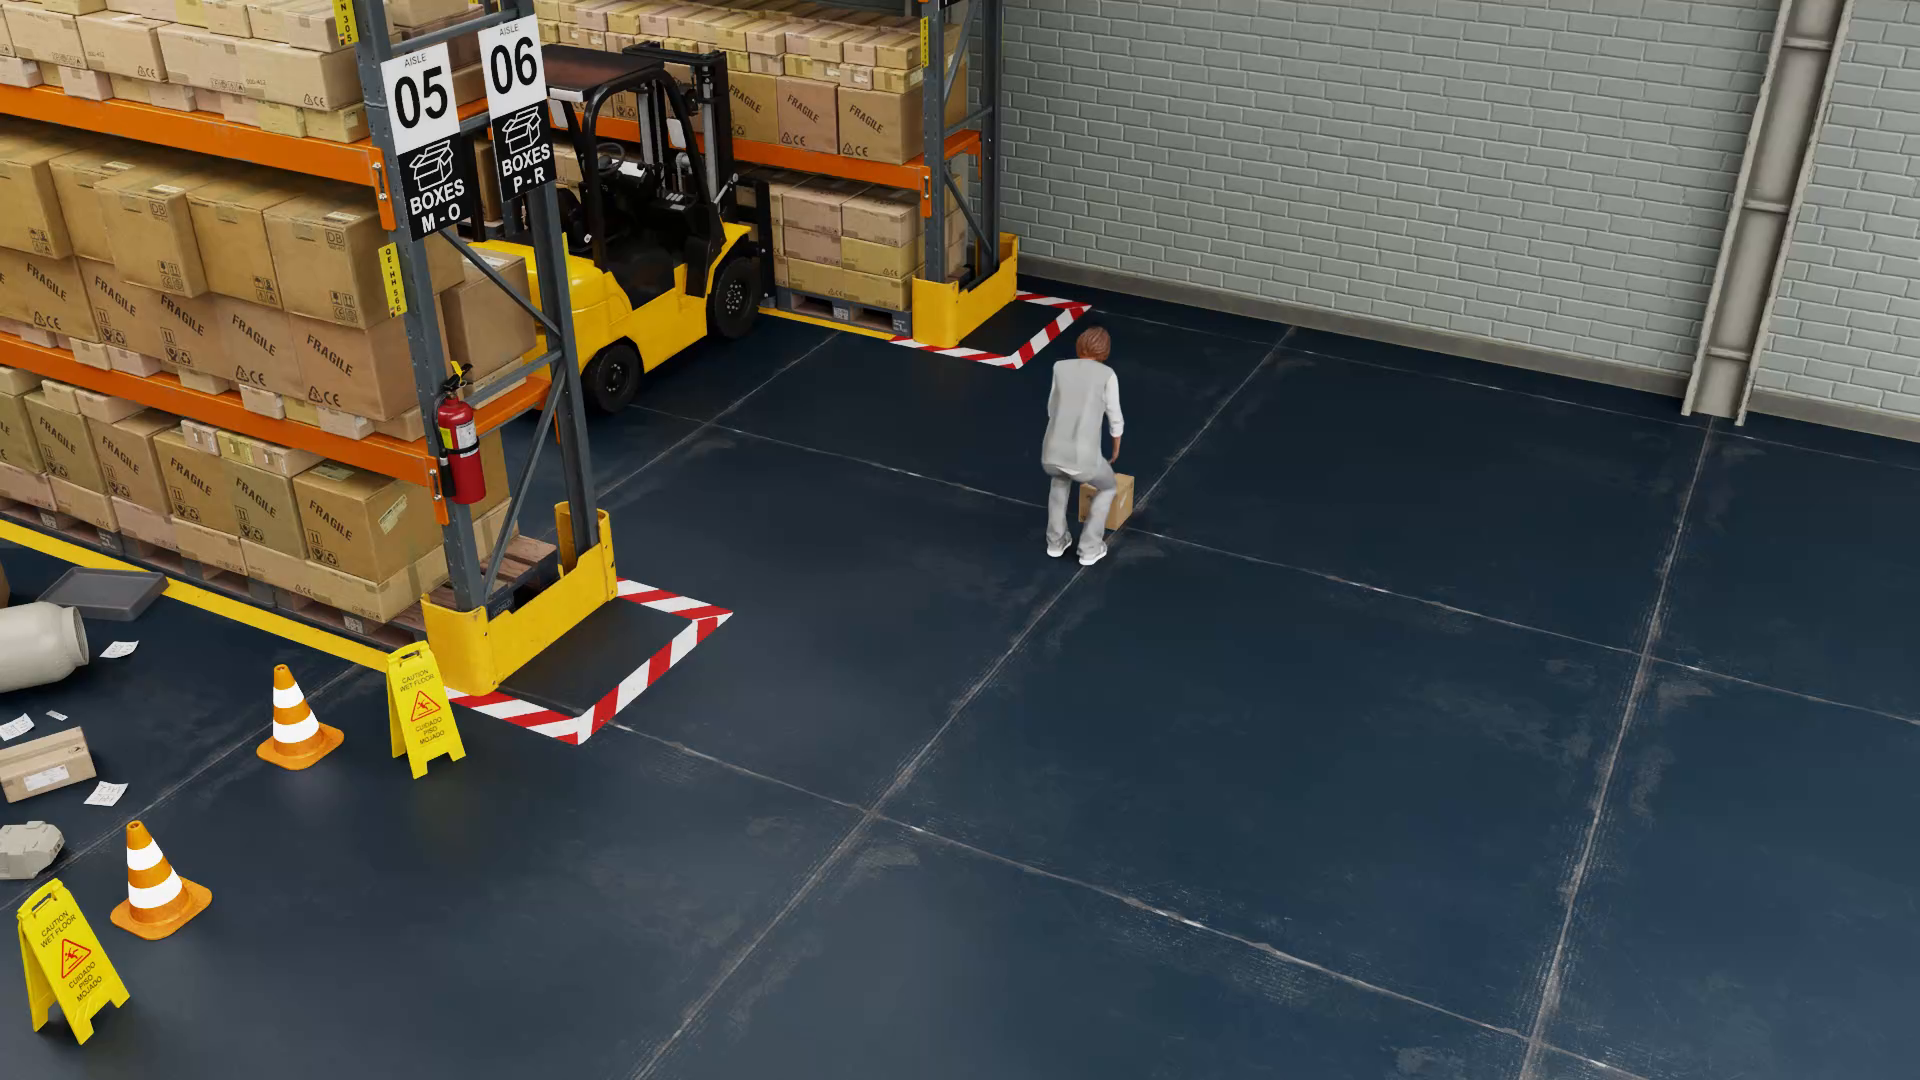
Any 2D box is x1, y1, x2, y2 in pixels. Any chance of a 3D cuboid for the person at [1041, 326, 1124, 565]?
[{"bbox_3d":[0.666,-0.517,9.444,0.462,1.325,0.640,15,34,23],"label":"person"}]
